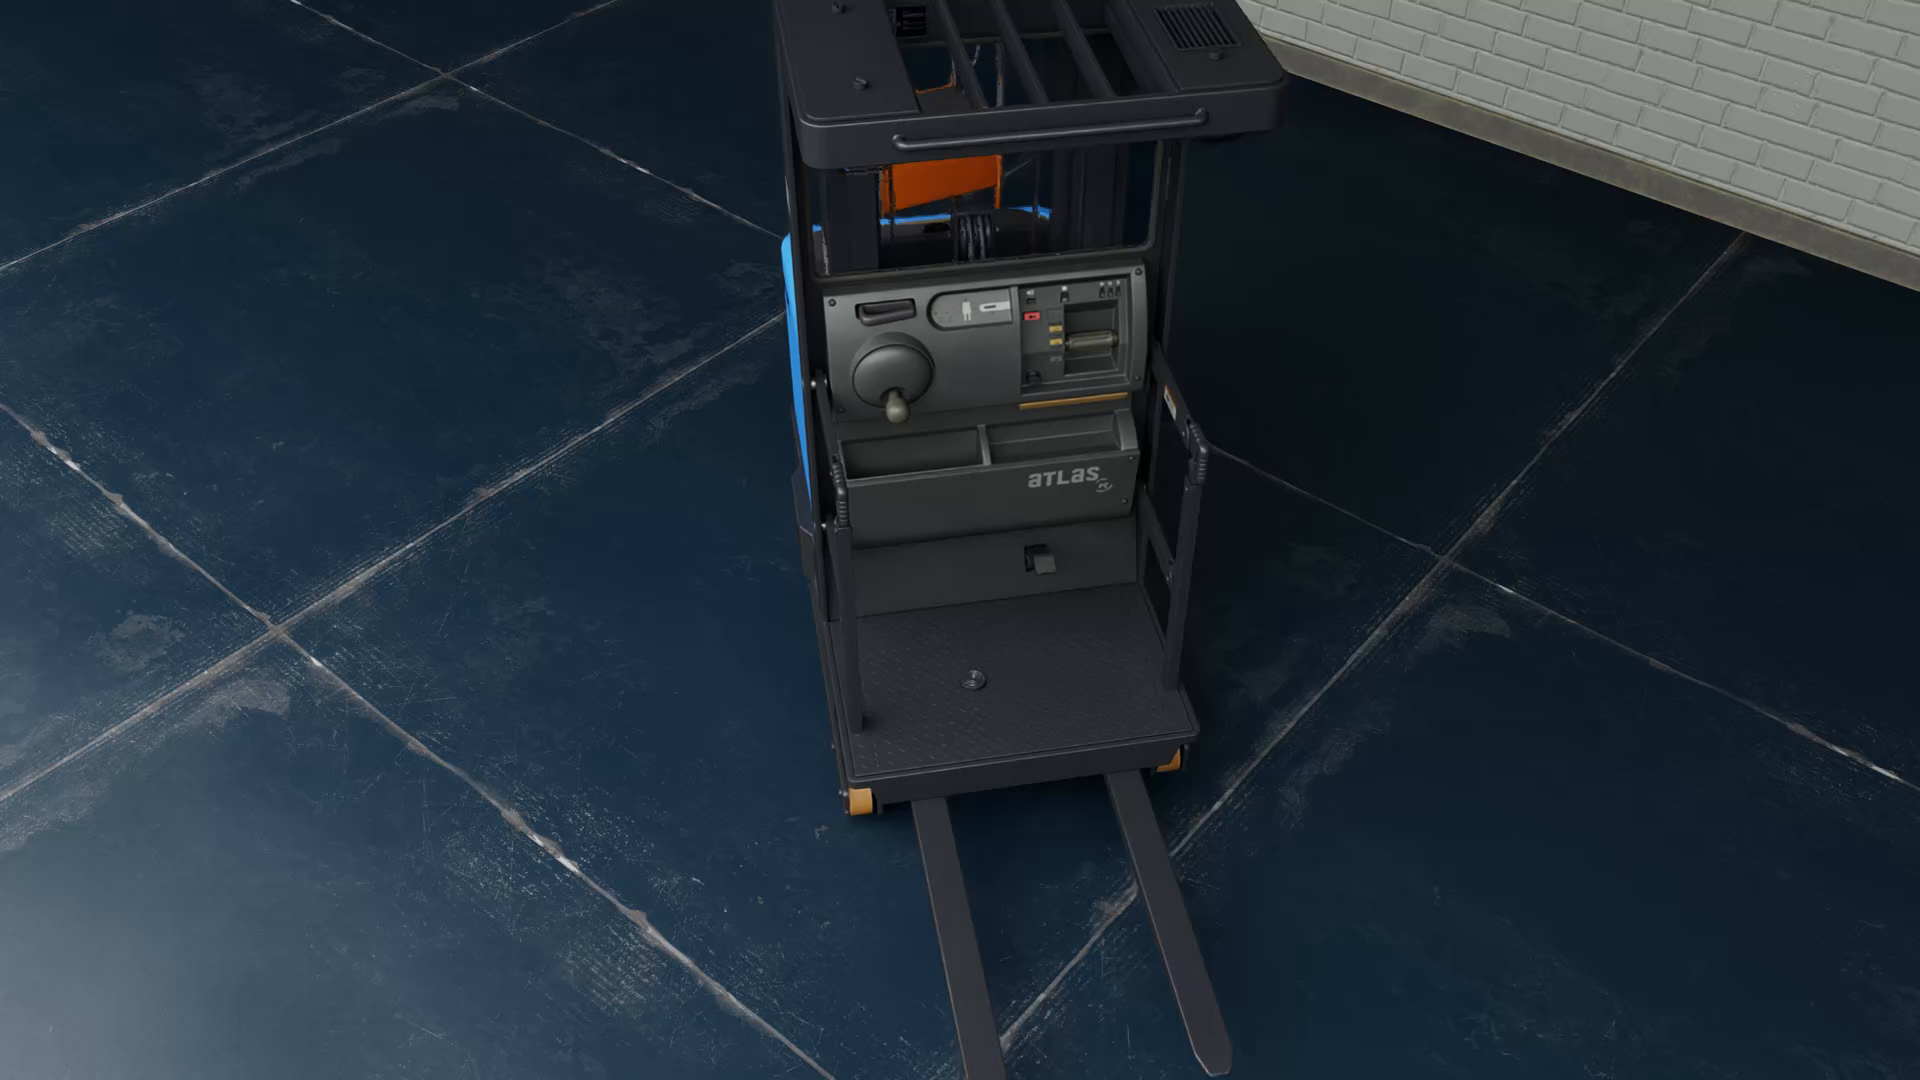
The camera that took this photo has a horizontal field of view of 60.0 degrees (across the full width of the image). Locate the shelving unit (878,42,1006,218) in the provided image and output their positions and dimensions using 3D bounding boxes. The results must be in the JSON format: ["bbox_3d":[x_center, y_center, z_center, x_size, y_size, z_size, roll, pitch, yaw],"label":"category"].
[{"bbox_3d":[-0.154,-1.379,6.206,0.503,2.100,0.431,-18,45,-19],"label":"shelving unit"}]

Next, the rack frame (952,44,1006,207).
[{"bbox_3d":[0.065,-1.452,6.286,0.015,2.100,0.400,-18,45,-19],"label":"rack frame"}]

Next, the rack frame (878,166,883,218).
[{"bbox_3d":[-0.372,-1.306,6.126,0.015,2.100,0.400,-18,45,-19],"label":"rack frame"}]

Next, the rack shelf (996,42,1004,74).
[{"bbox_3d":[-0.154,-1.887,5.744,0.480,0.518,0.431,-18,45,-19],"label":"rack shelf"}]

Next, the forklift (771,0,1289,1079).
[{"bbox_3d":[0.120,-0.480,4.599,1.130,2.935,3.031,-7,43,-7],"label":"forklift"}]

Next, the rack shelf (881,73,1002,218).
[{"bbox_3d":[-0.154,-1.369,6.215,0.480,0.518,0.431,-18,45,-19],"label":"rack shelf"}]
